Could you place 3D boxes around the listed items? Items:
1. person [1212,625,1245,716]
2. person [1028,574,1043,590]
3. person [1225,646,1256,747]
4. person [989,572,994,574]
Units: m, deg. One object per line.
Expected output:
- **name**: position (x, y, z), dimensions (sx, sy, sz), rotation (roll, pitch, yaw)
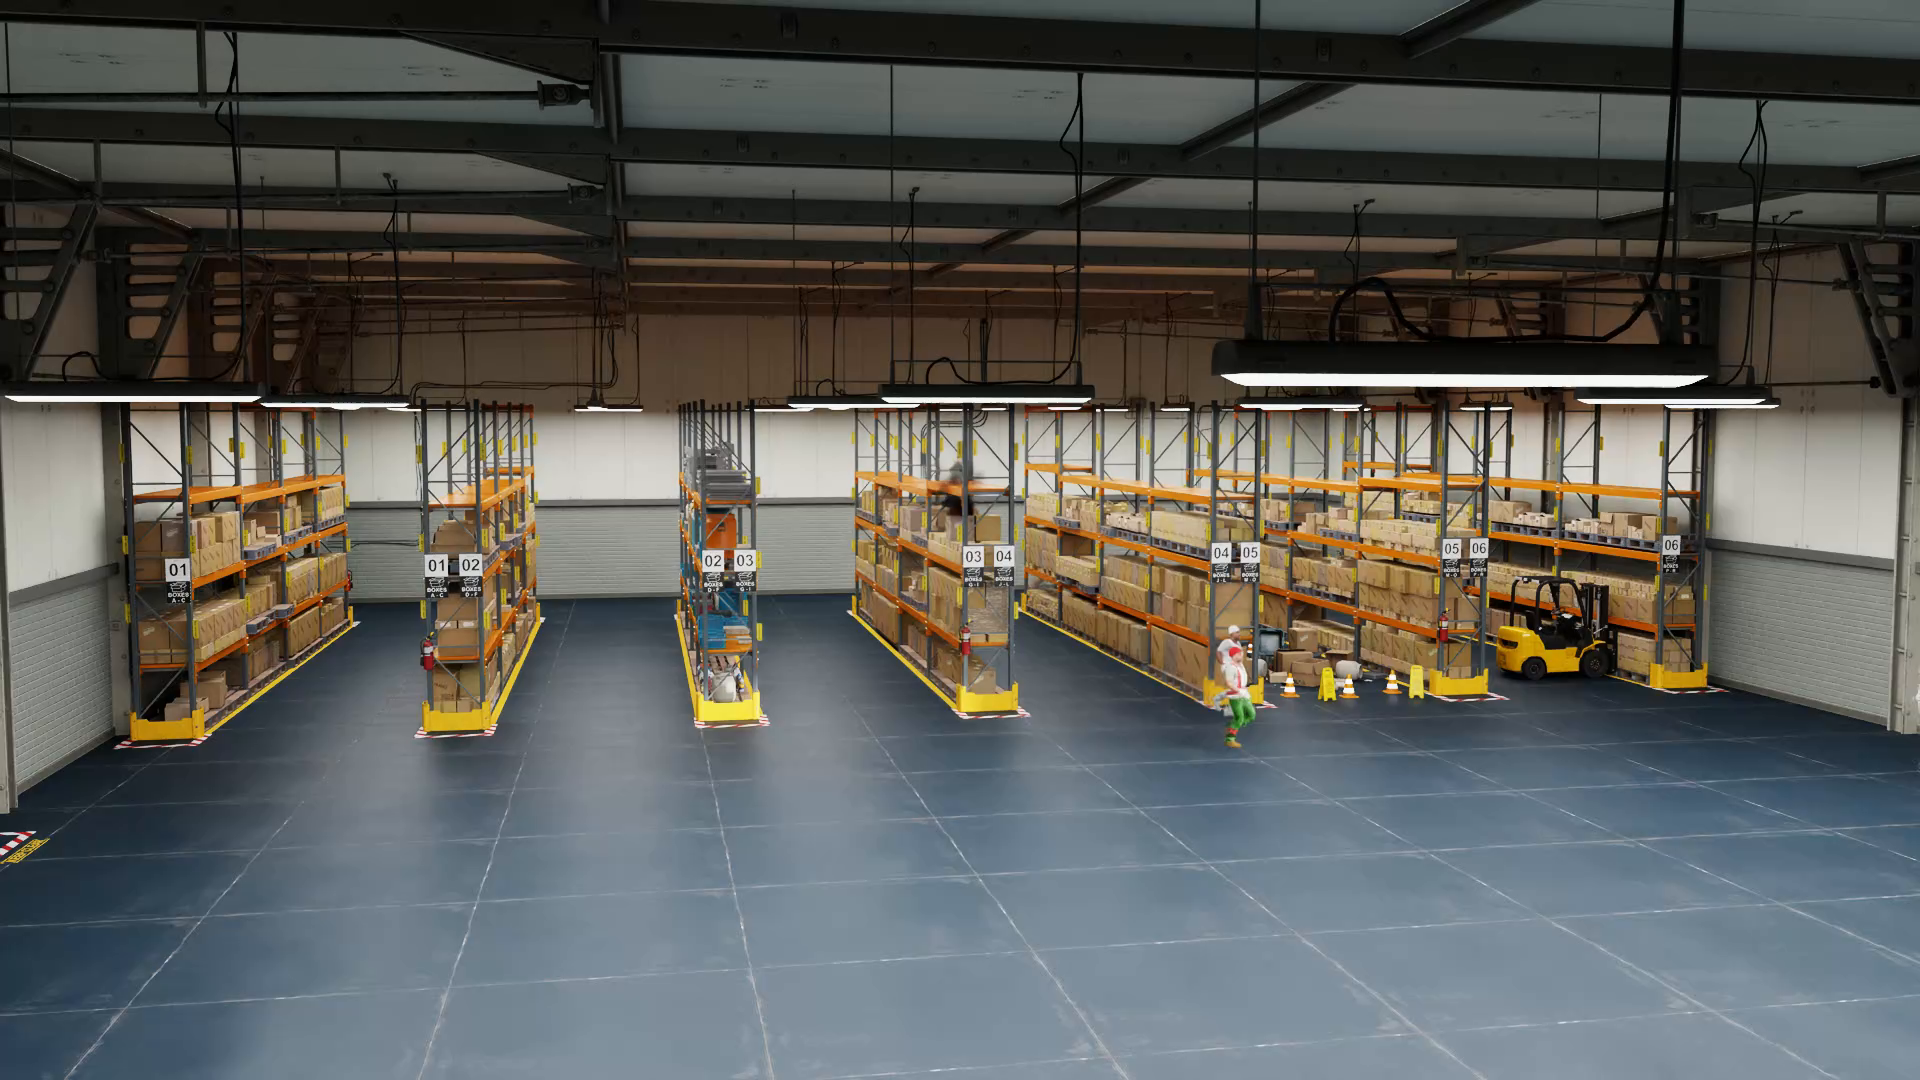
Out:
- **person**: position (5.123, 2.483, 31.605), dimensions (0.557, 1.741, 0.718), rotation (3, 5, 35)
- **person**: position (2.274, 1.133, 49.904), dimensions (0.627, 1.672, 0.664), rotation (-1, 4, -9)
- **person**: position (4.808, 2.694, 28.598), dimensions (0.518, 1.742, 0.669), rotation (2, 5, 30)
- **person**: position (0.716, 1.309, 47.732), dimensions (0.641, 1.649, 0.653), rotation (1, 4, 7)
